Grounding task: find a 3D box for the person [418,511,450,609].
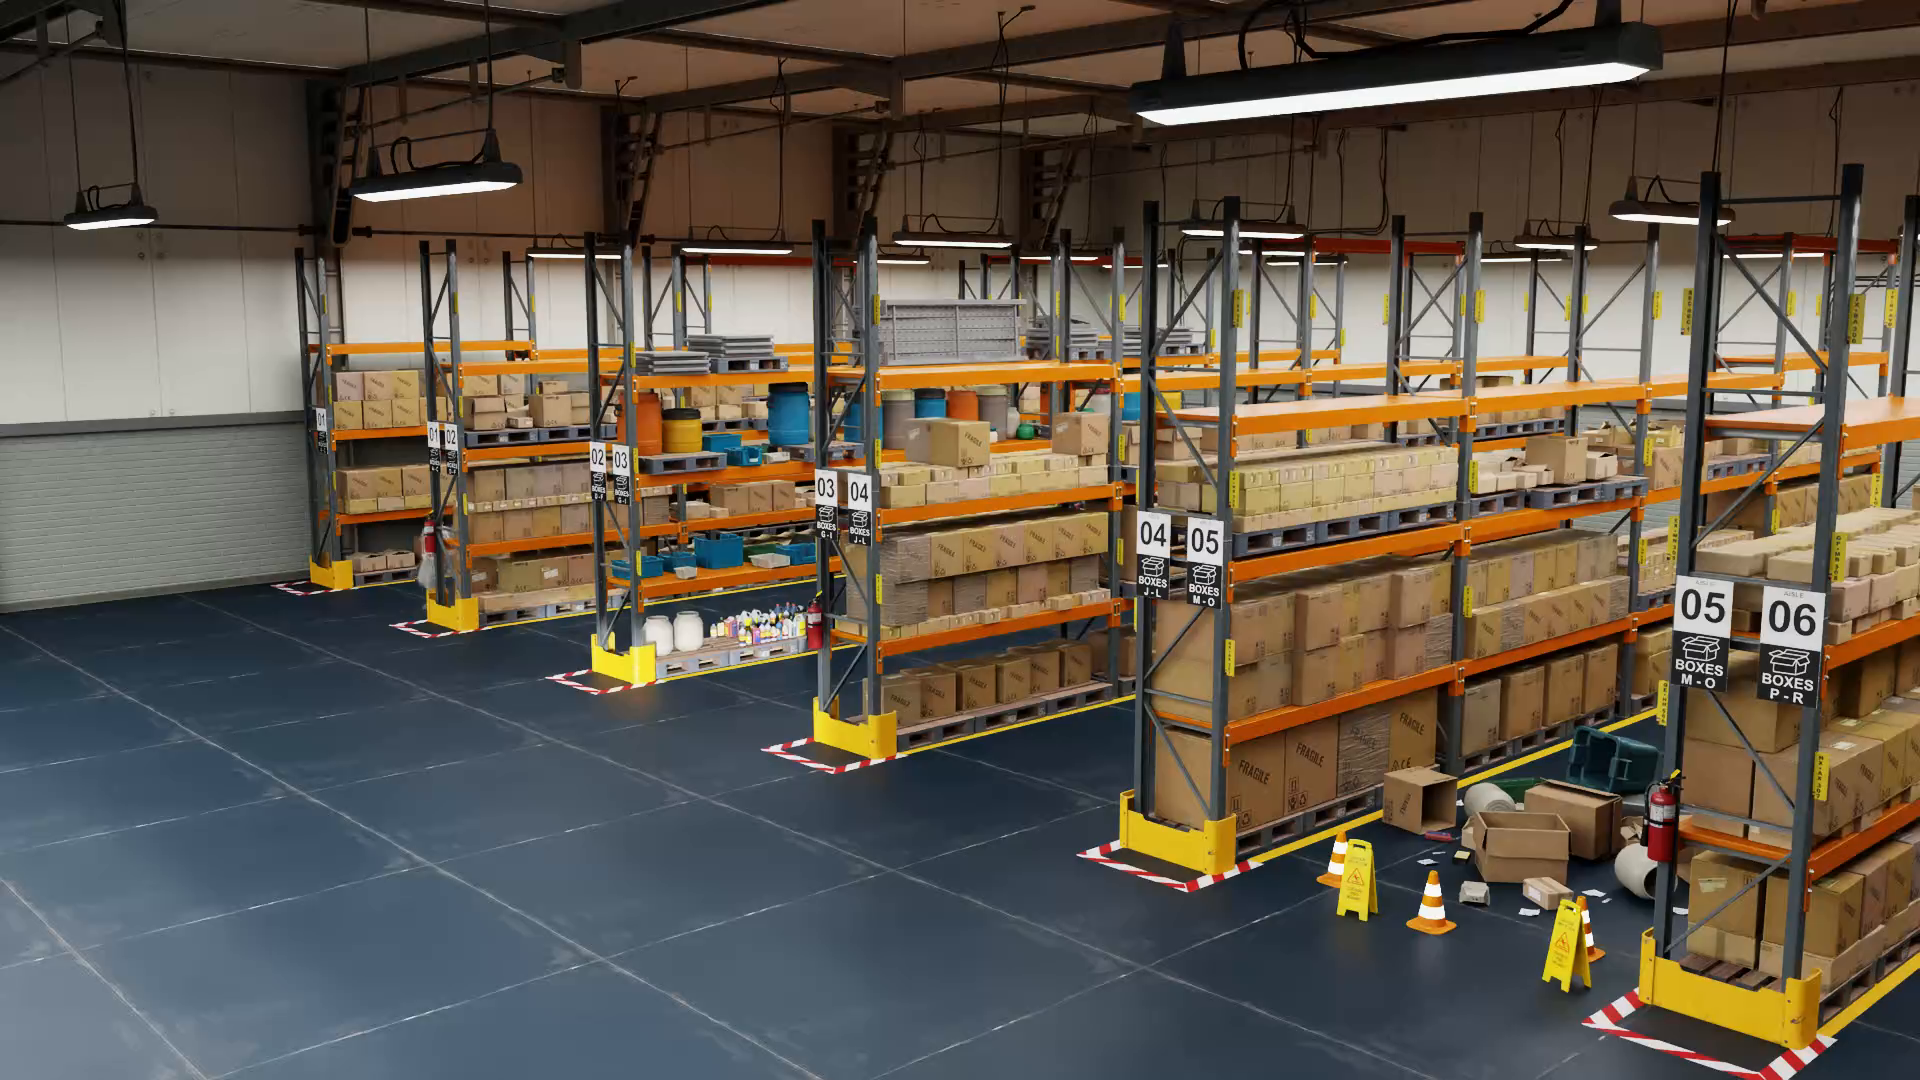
[{"bbox_3d":[-8.775,0.326,27.721,0.570,1.641,0.517,4,9,25],"label":"person"}]
